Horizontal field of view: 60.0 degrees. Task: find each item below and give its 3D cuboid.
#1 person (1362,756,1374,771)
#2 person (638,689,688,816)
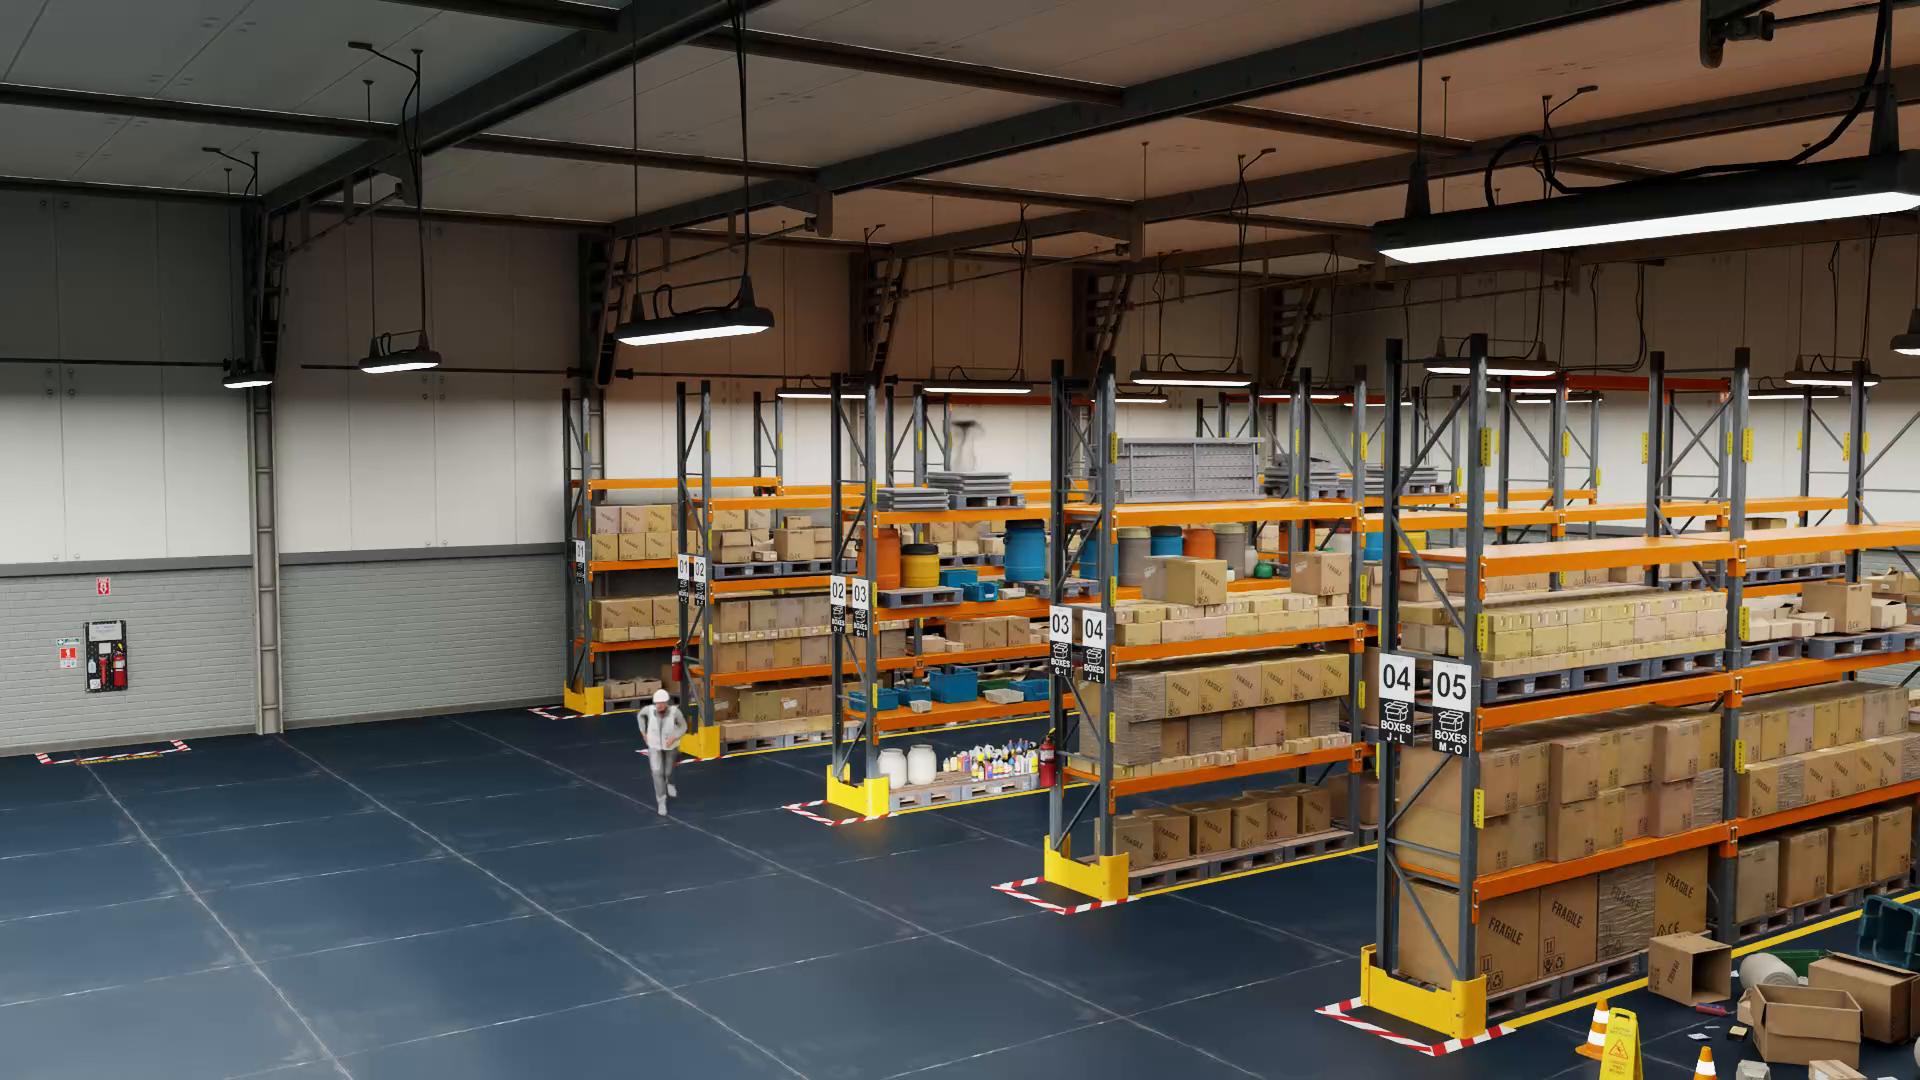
[{"bbox_3d":[5.688,2.751,23.510,0.916,1.828,0.697,-3,5,-42],"label":"person"},{"bbox_3d":[-4.081,2.867,22.928,0.697,1.732,1.049,0,4,-1],"label":"person"}]
